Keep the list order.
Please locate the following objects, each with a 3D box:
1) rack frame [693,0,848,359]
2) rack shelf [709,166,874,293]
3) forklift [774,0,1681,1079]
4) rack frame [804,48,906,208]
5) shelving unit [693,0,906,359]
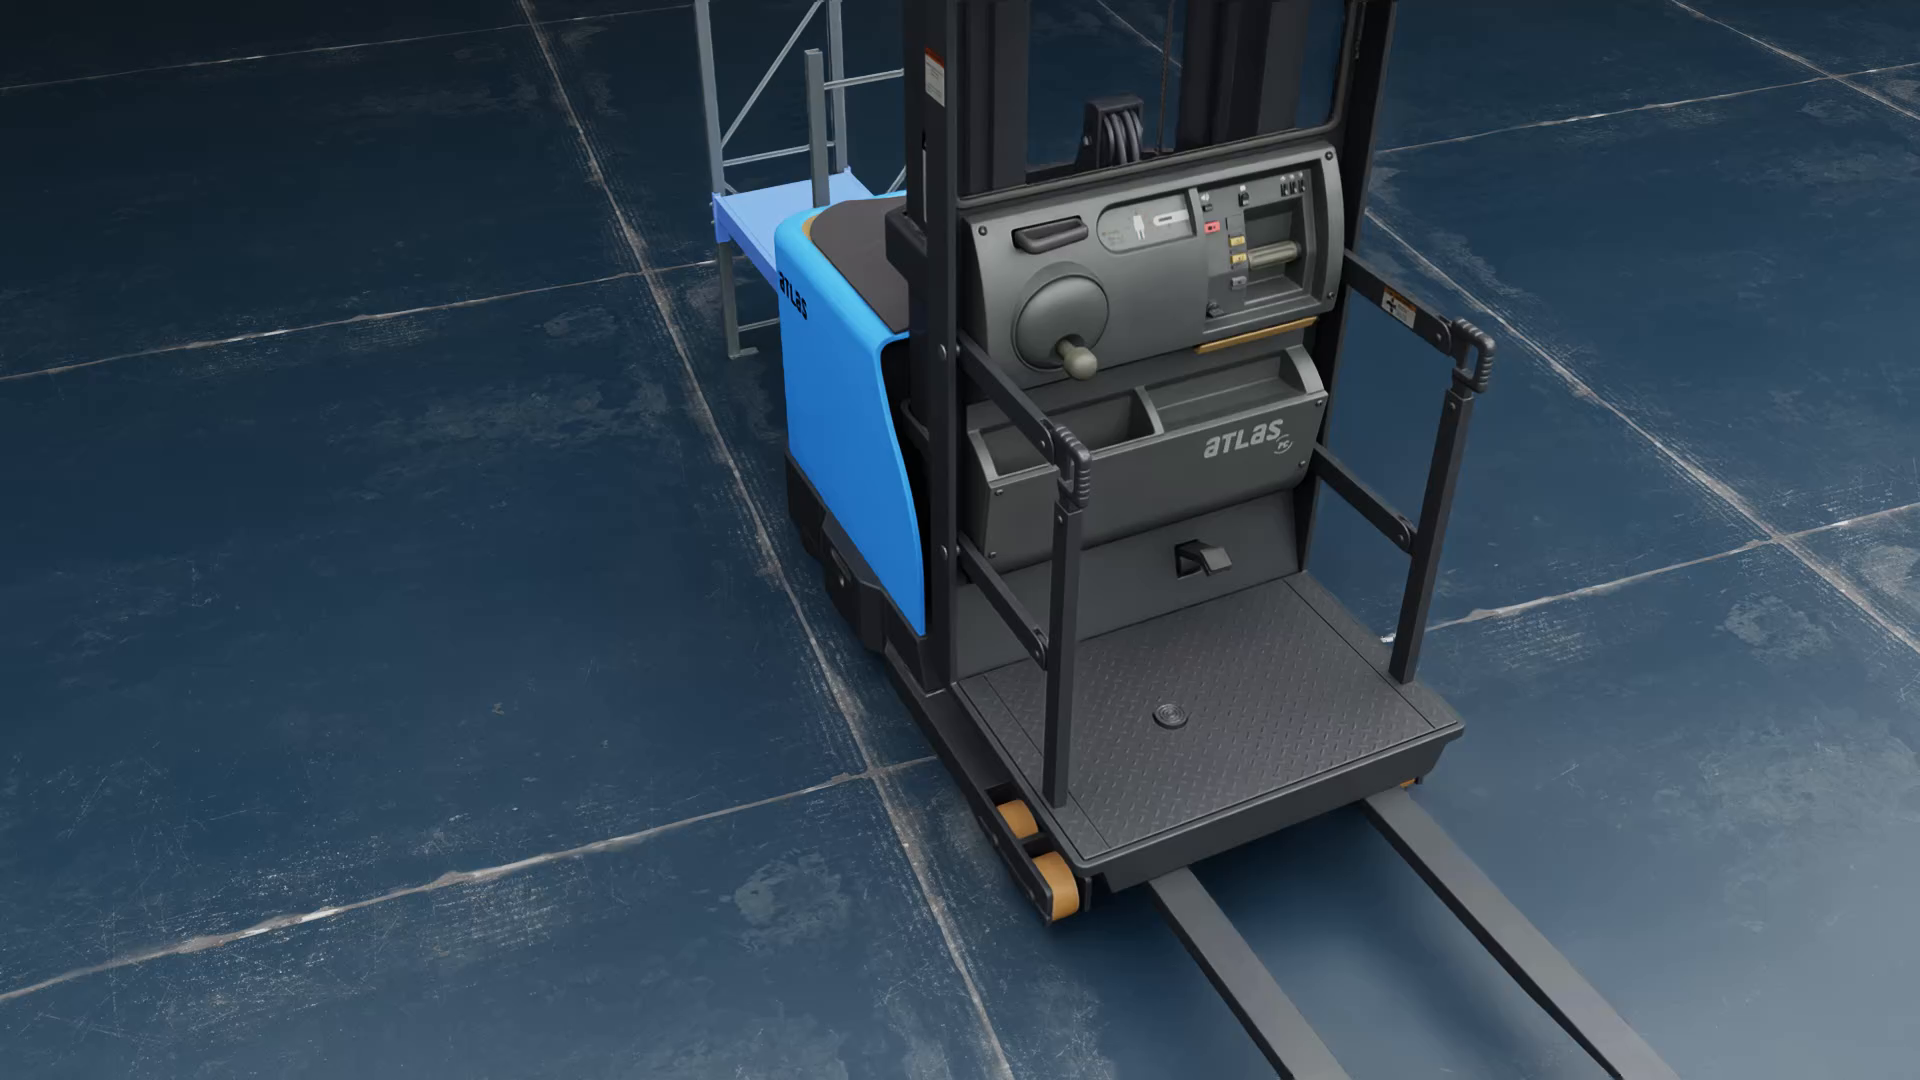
[{"bbox_3d":[-0.631,-1.341,5.784,0.500,1.500,0.032,-16,40,-20],"label":"rack frame"},{"bbox_3d":[-0.412,-0.921,5.526,0.538,0.185,1.000,-16,40,-20],"label":"rack shelf"},{"bbox_3d":[0.550,-0.553,3.548,1.130,2.935,3.031,-16,40,-20],"label":"forklift"},{"bbox_3d":[-0.193,-0.789,5.051,0.500,1.500,0.032,-16,40,-20],"label":"rack frame"},{"bbox_3d":[-0.412,-1.065,5.417,0.538,1.500,1.048,-16,40,-20],"label":"shelving unit"}]
